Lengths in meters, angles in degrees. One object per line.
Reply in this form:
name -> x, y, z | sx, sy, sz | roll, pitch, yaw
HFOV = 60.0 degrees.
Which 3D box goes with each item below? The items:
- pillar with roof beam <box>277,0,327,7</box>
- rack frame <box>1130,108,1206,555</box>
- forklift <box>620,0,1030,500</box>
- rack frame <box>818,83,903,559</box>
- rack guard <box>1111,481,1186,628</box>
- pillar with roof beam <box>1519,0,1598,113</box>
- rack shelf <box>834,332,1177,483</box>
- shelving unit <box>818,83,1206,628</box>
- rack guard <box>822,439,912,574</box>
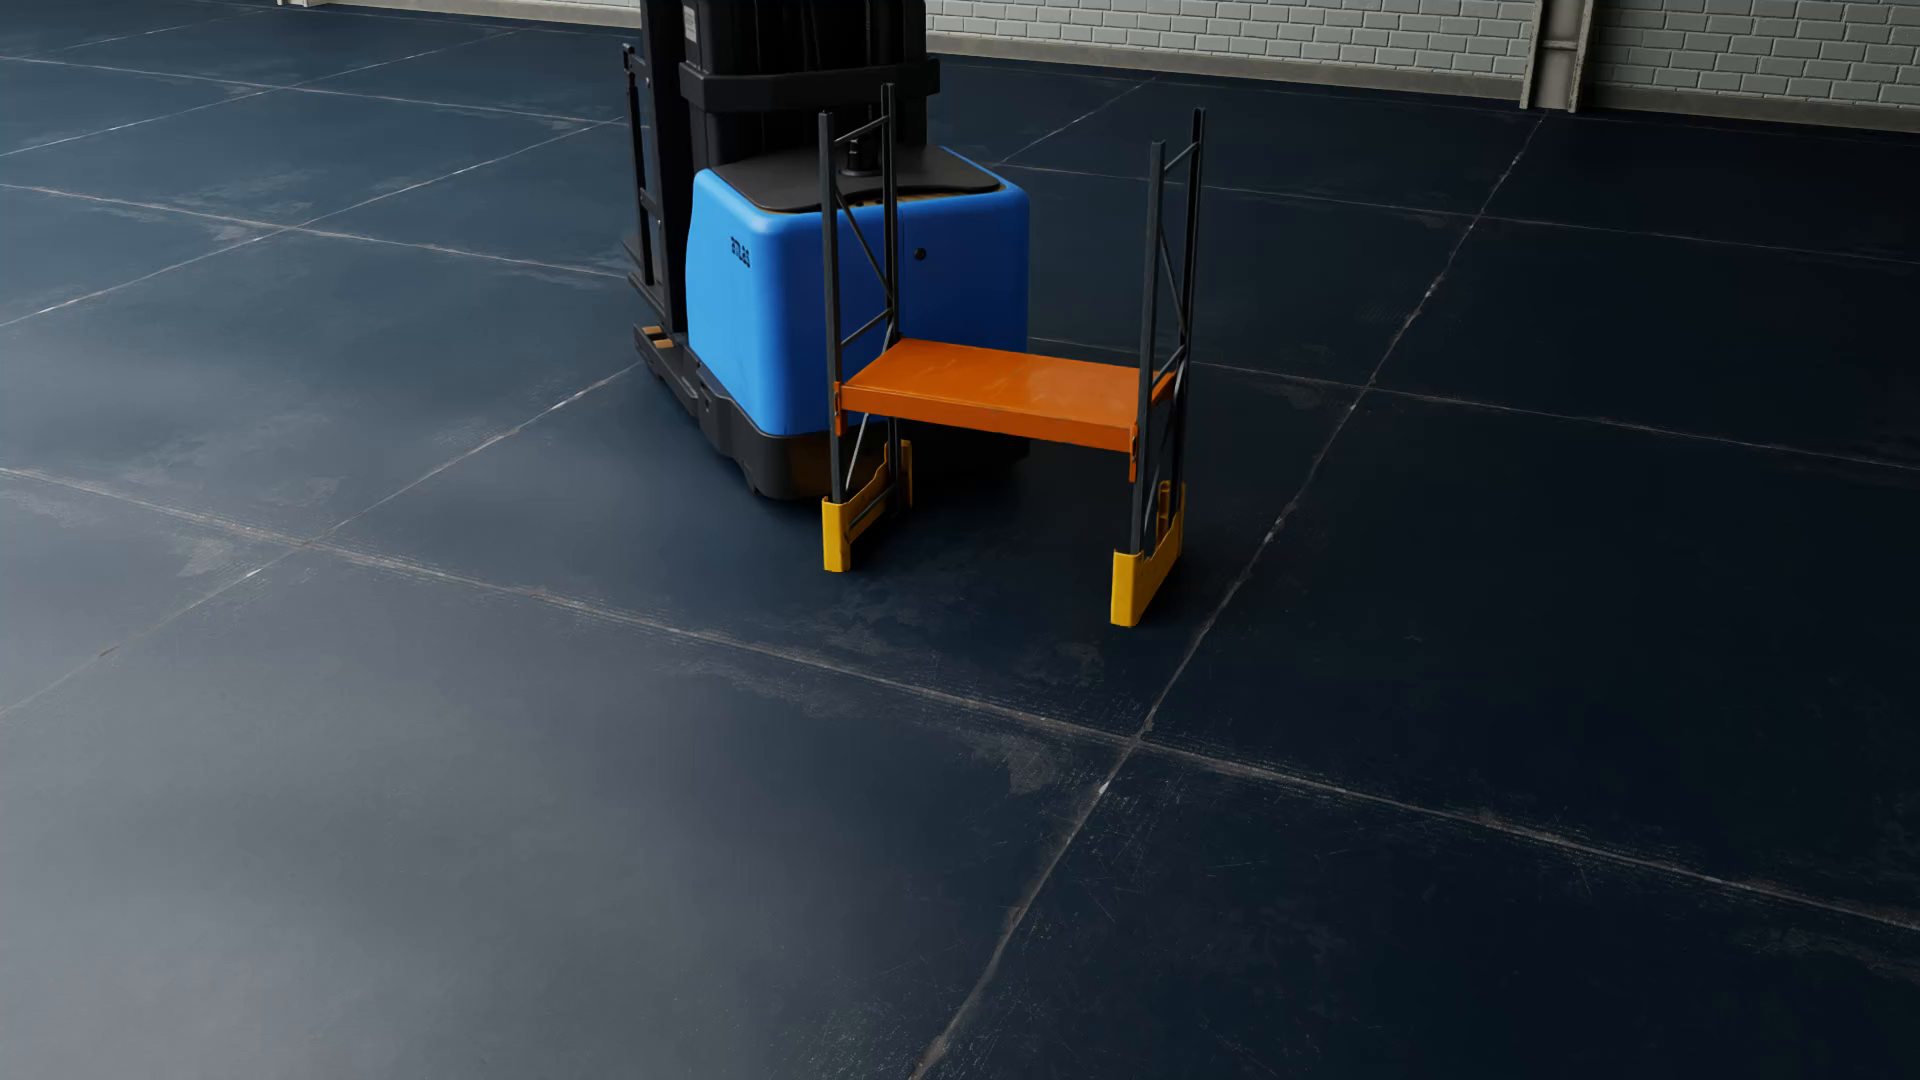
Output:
pillar with roof beam -> -8.366, -7.689, 11.179 | 0.400, 9.000, 9.100 | 11, 28, 22
rack frame -> 0.631, -0.520, 5.109 | 0.032, 1.500, 0.500 | 10, 28, 19
forklift -> -0.787, -2.082, 6.660 | 1.130, 2.935, 3.031 | -11, 28, -21
rack frame -> -0.313, -0.686, 5.446 | 0.032, 1.500, 0.500 | 10, 28, 19
rack guard -> 0.613, 0.037, 5.391 | 0.087, 0.250, 0.587 | 10, 28, 19
pillar with roof beam -> 2.557, -5.495, 6.722 | 0.400, 9.000, 9.100 | 11, 28, 22
rack shelf -> 0.159, -0.442, 5.357 | 1.000, 0.185, 0.538 | 10, 28, 19
shelving unit -> 0.151, -0.605, 5.281 | 1.083, 1.500, 0.587 | 10, 28, 19
rack guard -> -0.312, -0.125, 5.722 | 0.087, 0.250, 0.587 | 10, 28, 19
